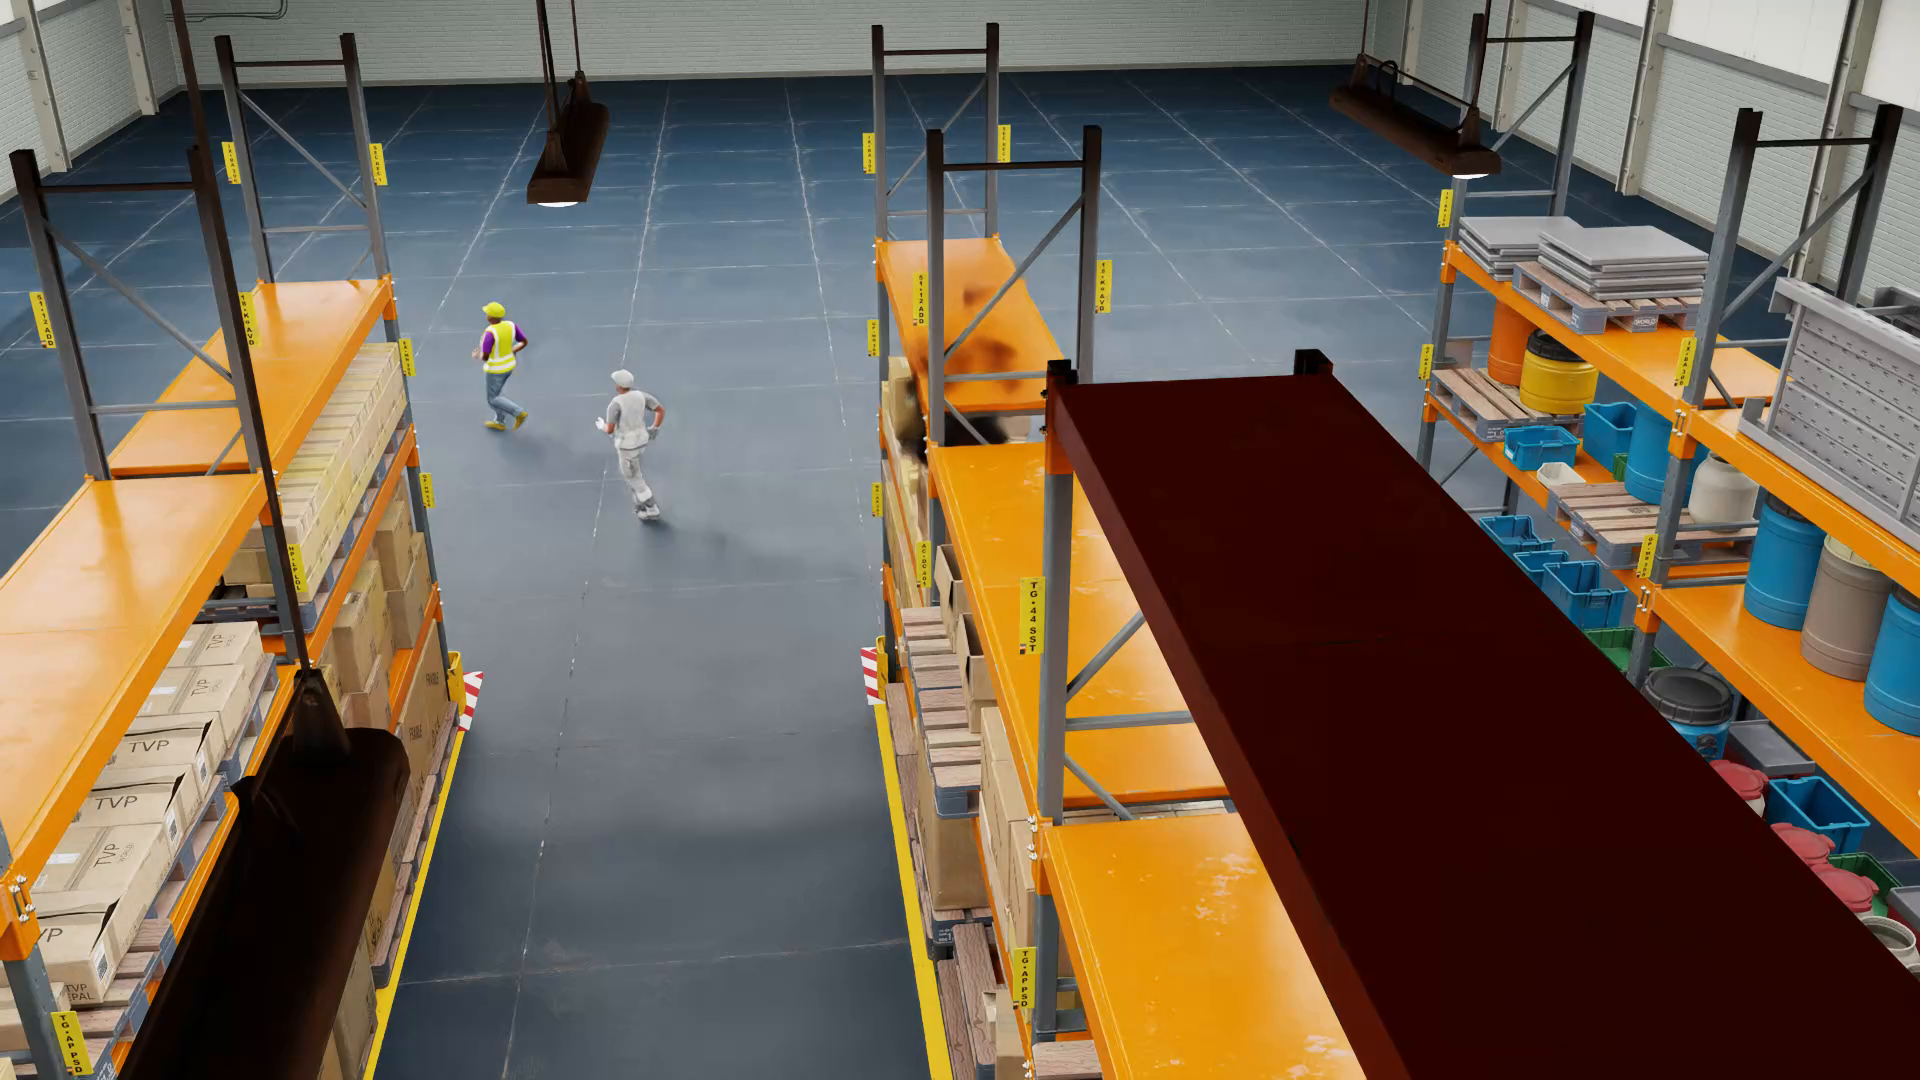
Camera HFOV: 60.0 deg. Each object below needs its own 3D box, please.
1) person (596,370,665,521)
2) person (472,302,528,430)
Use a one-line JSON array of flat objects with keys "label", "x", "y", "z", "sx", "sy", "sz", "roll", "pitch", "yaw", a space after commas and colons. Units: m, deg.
[{"label": "person", "x": -3.711, "y": -1.051, "z": 18.670, "sx": 0.738, "sy": 1.816, "sz": 0.642, "roll": 15, "pitch": 29, "yaw": 28}, {"label": "person", "x": -5.811, "y": -2.183, "z": 21.081, "sx": 0.795, "sy": 1.732, "sz": 0.712, "roll": 12, "pitch": 28, "yaw": 23}]
